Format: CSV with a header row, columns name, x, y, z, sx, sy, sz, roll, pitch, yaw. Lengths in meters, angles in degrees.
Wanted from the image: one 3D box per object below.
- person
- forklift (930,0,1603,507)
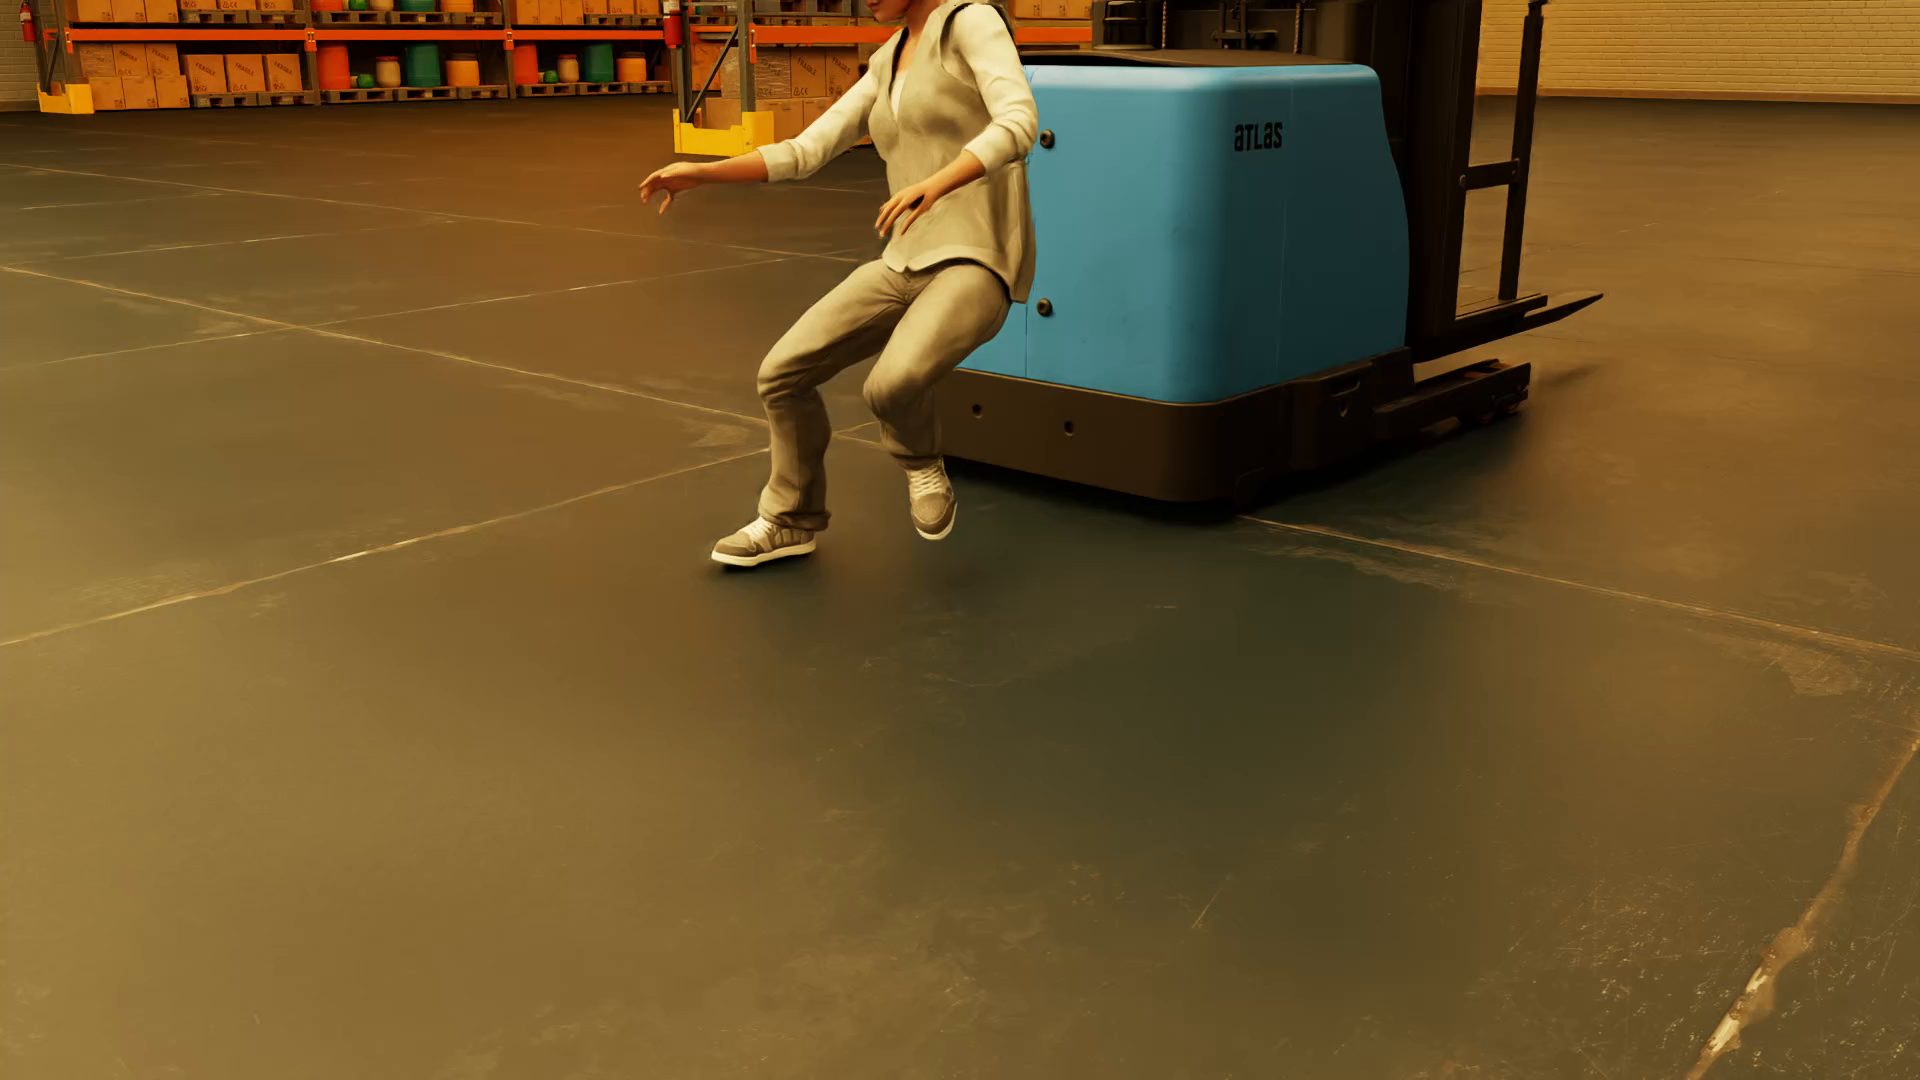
name,x,y,z,sx,sy,sz,roll,pitch,yaw
person,-0.222,-0.562,3.373,0.698,1.393,0.720,-13,21,-36
forklift,1.154,-1.841,4.962,1.130,2.935,3.031,14,22,39
